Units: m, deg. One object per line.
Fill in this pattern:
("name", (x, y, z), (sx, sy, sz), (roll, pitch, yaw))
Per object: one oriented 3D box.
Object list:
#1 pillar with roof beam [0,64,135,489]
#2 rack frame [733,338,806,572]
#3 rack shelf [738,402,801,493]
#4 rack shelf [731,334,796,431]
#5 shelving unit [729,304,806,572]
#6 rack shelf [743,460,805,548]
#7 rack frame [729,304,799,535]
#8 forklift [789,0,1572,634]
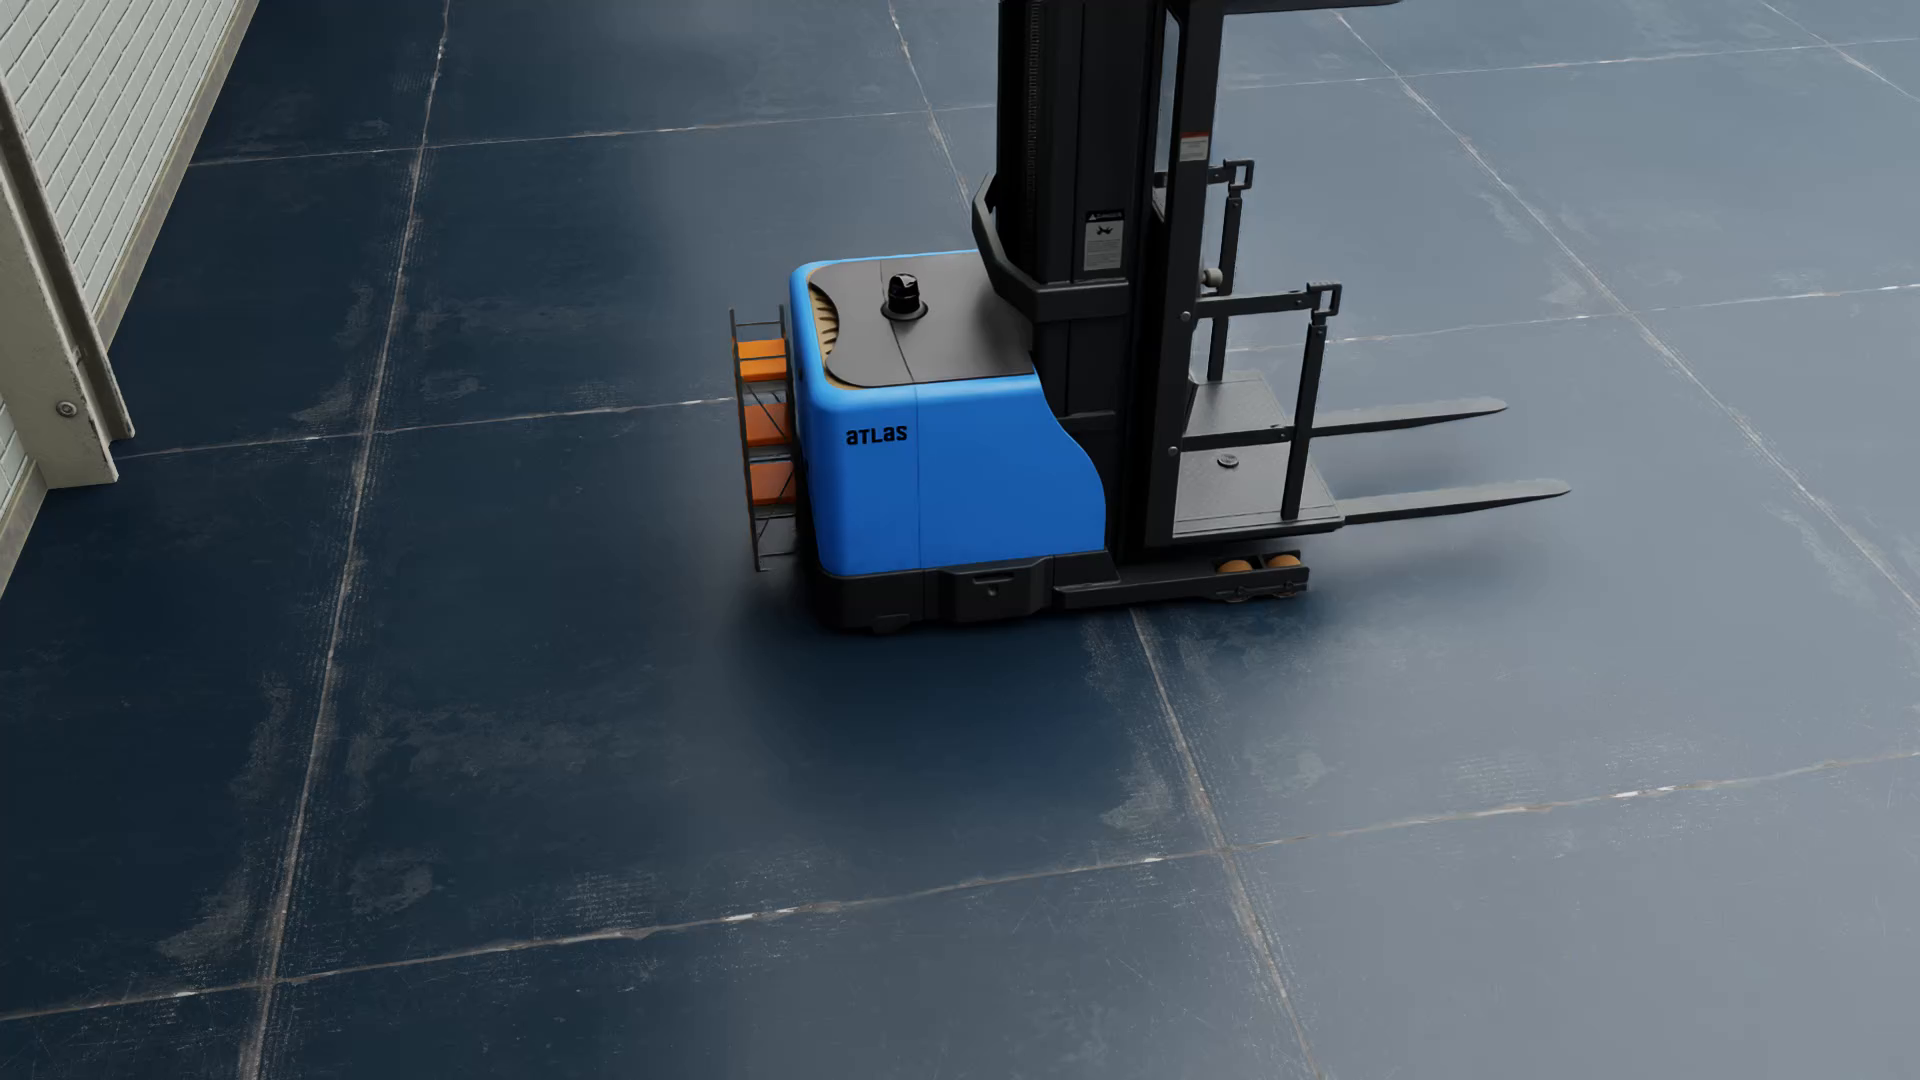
("pillar with roof beam", (0.465, -4.365, 5.034), (9.100, 9.000, 0.400), (-6, 38, -8))
("rack frame", (-0.712, -0.299, 6.279), (0.200, 1.050, 0.008), (-6, 38, -7))
("rack shelf", (-0.732, -0.365, 6.381), (0.215, 0.259, 0.240), (-6, 38, -7))
("rack shelf", (-0.732, -0.589, 6.207), (0.215, 0.259, 0.240), (-6, 38, -7))
("shelving unit", (-0.732, -0.373, 6.374), (0.215, 1.050, 0.252), (-6, 38, -7))
("rack shelf", (-0.732, -0.145, 6.551), (0.215, 0.259, 0.240), (-6, 38, -7))
("rack frame", (-0.752, -0.447, 6.469), (0.200, 1.050, 0.008), (-6, 38, -7))
("forklift", (0.898, -1.230, 5.944), (3.031, 2.935, 1.130), (-6, 38, -7))
